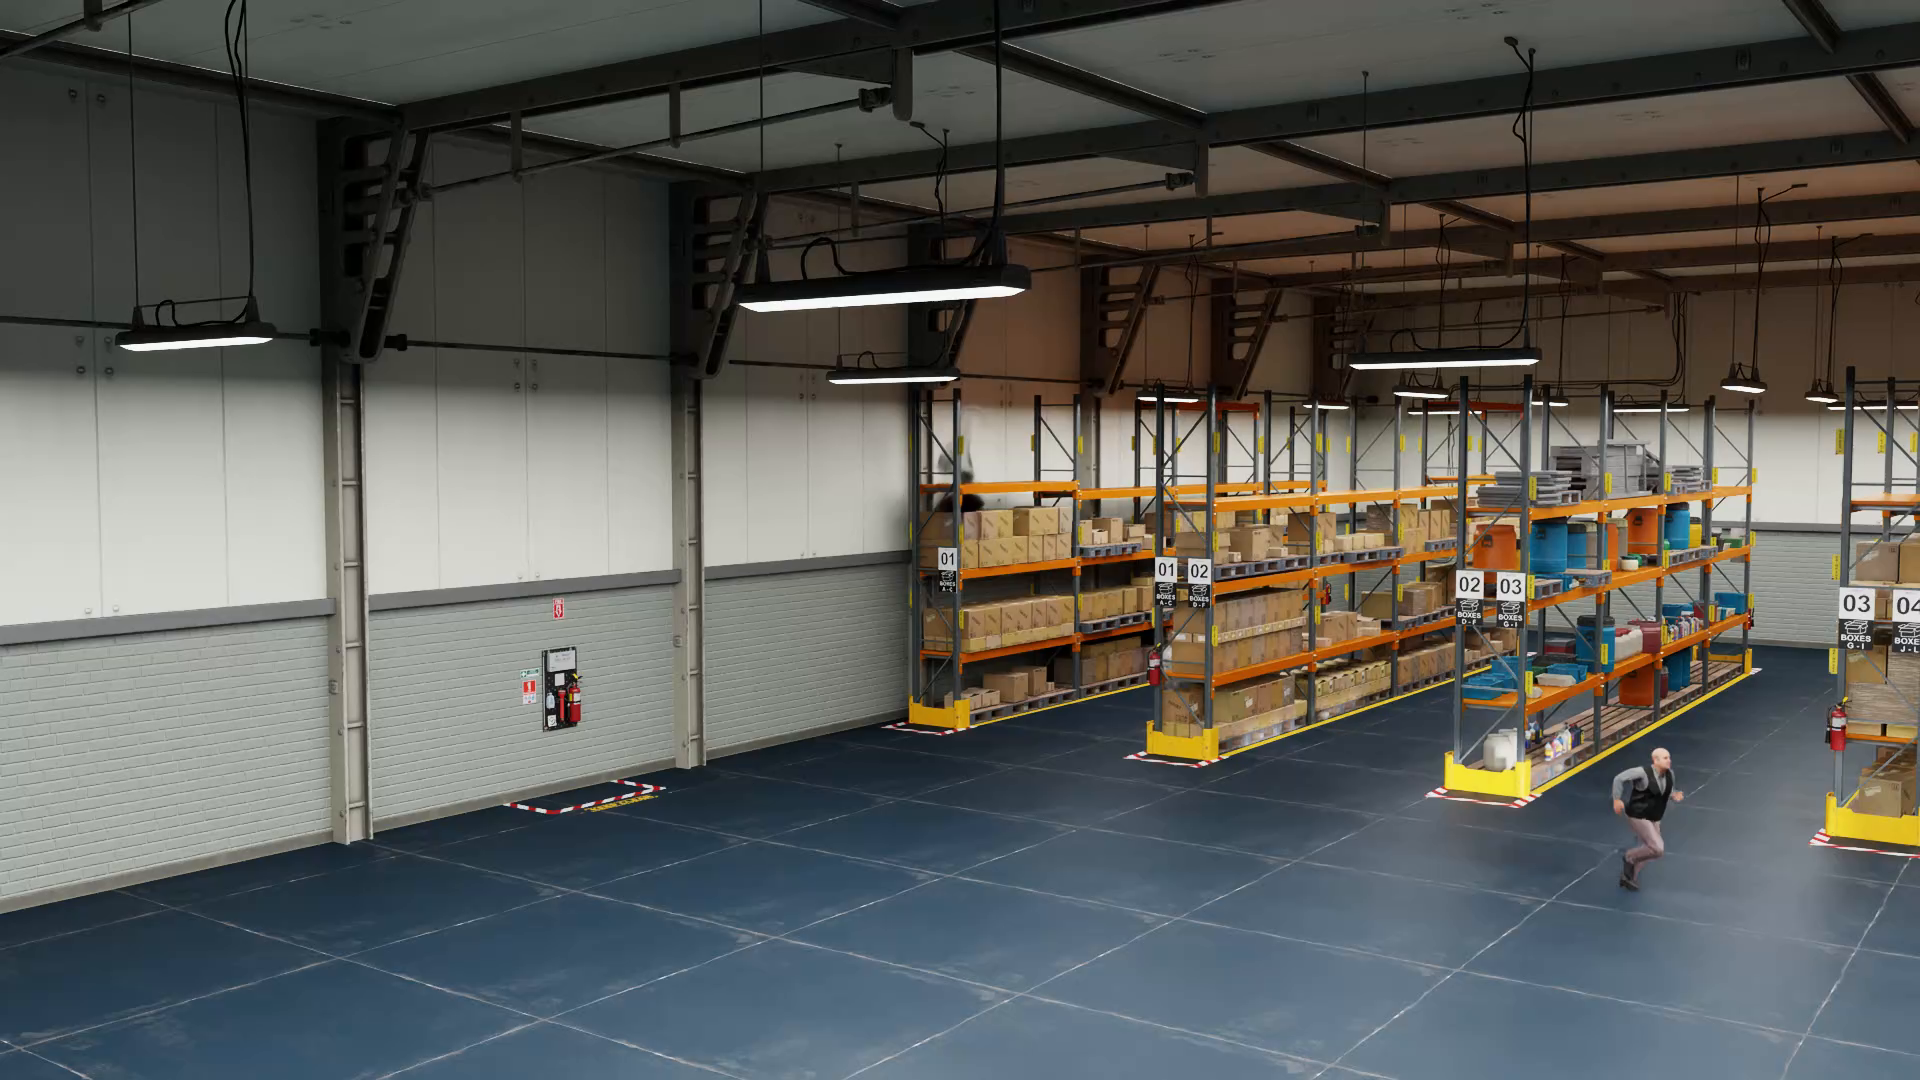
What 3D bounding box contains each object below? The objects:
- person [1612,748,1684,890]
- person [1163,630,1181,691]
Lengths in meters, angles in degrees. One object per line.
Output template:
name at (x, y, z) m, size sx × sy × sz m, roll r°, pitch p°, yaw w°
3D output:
person at (7.681, 3.120, 18.528) m, size 0.644 × 1.647 × 0.774 m, roll -2°, pitch 4°, yaw -30°
person at (3.760, 2.453, 29.511) m, size 0.606 × 1.717 × 0.874 m, roll 2°, pitch 4°, yaw 26°
